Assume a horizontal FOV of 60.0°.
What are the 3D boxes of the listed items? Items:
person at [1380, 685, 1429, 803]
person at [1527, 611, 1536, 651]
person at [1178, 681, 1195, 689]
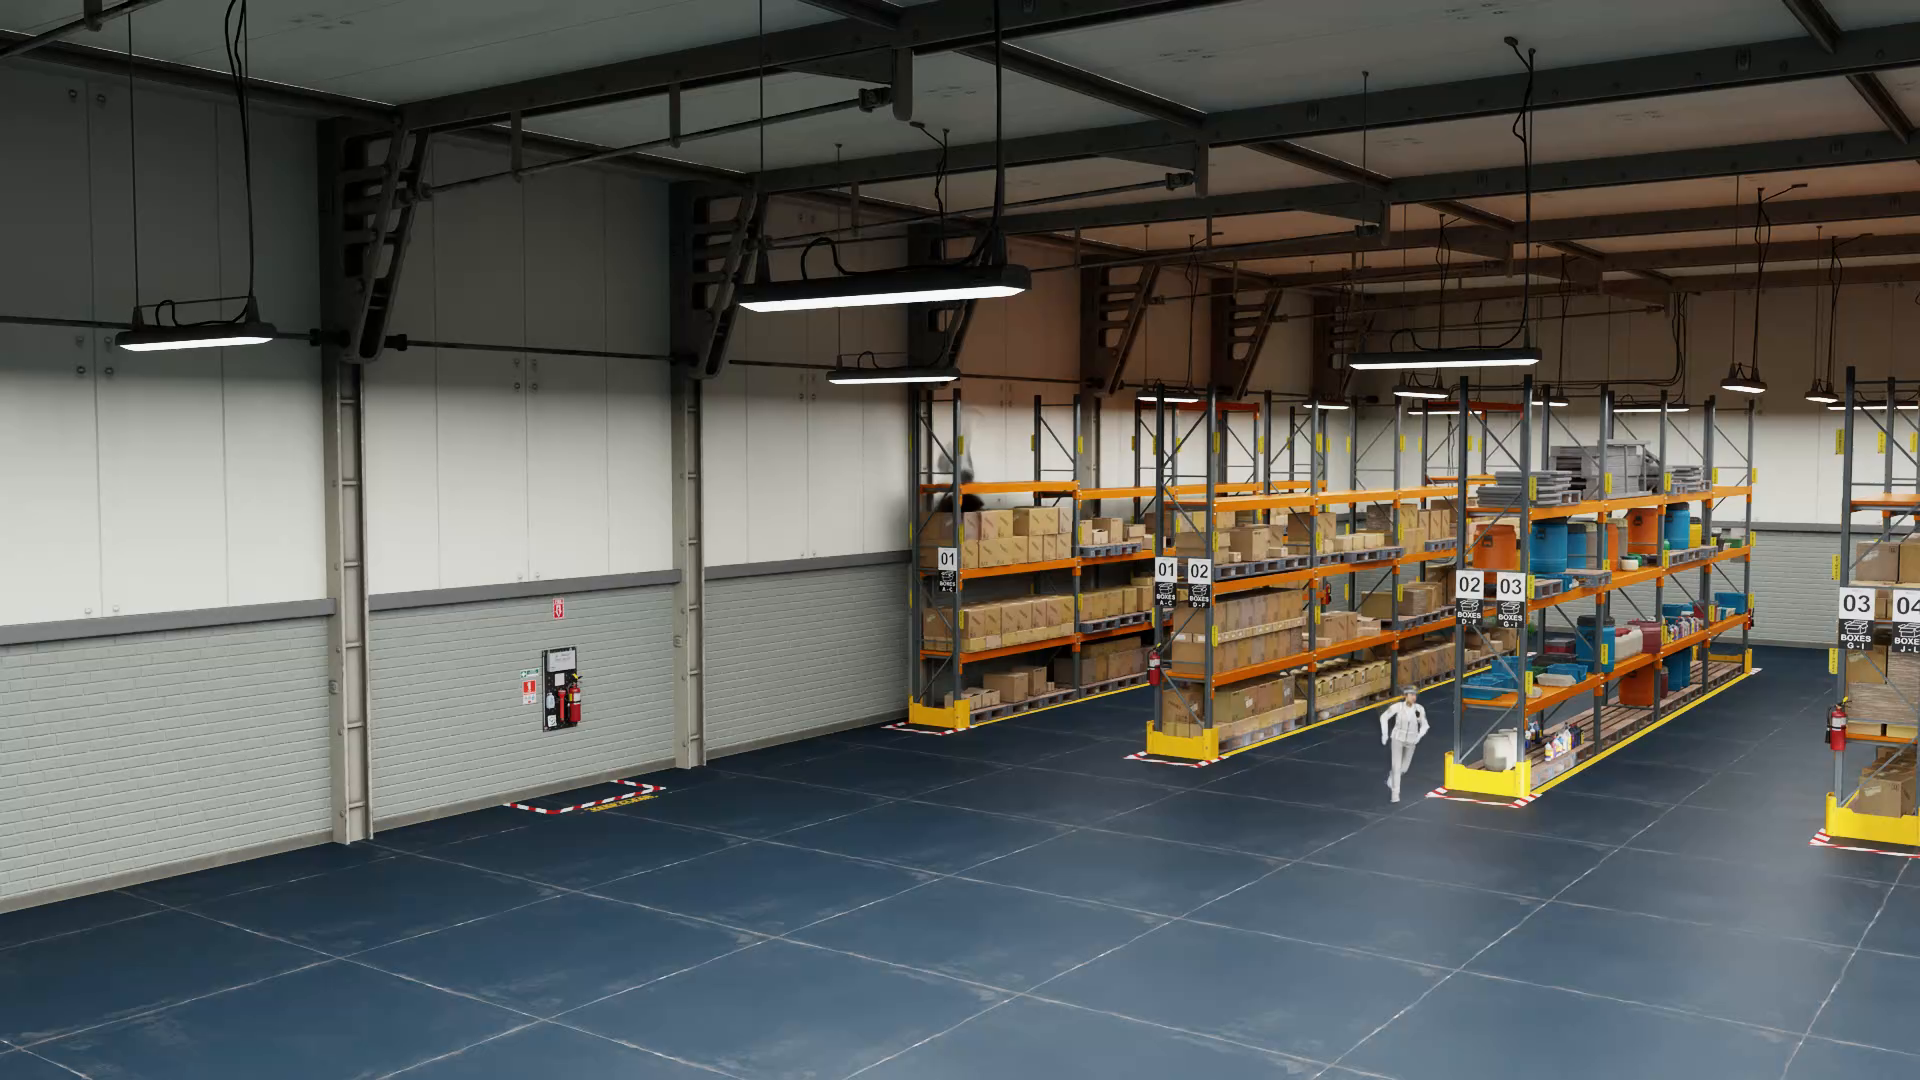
[{"bbox_3d":[6.297,2.850,23.560,0.667,1.636,0.766,0,3,3],"label":"person"},{"bbox_3d":[13.601,1.846,40.451,0.729,1.754,0.708,3,4,38],"label":"person"},{"bbox_3d":[4.384,2.370,31.502,0.682,1.702,0.605,2,4,29],"label":"person"}]
